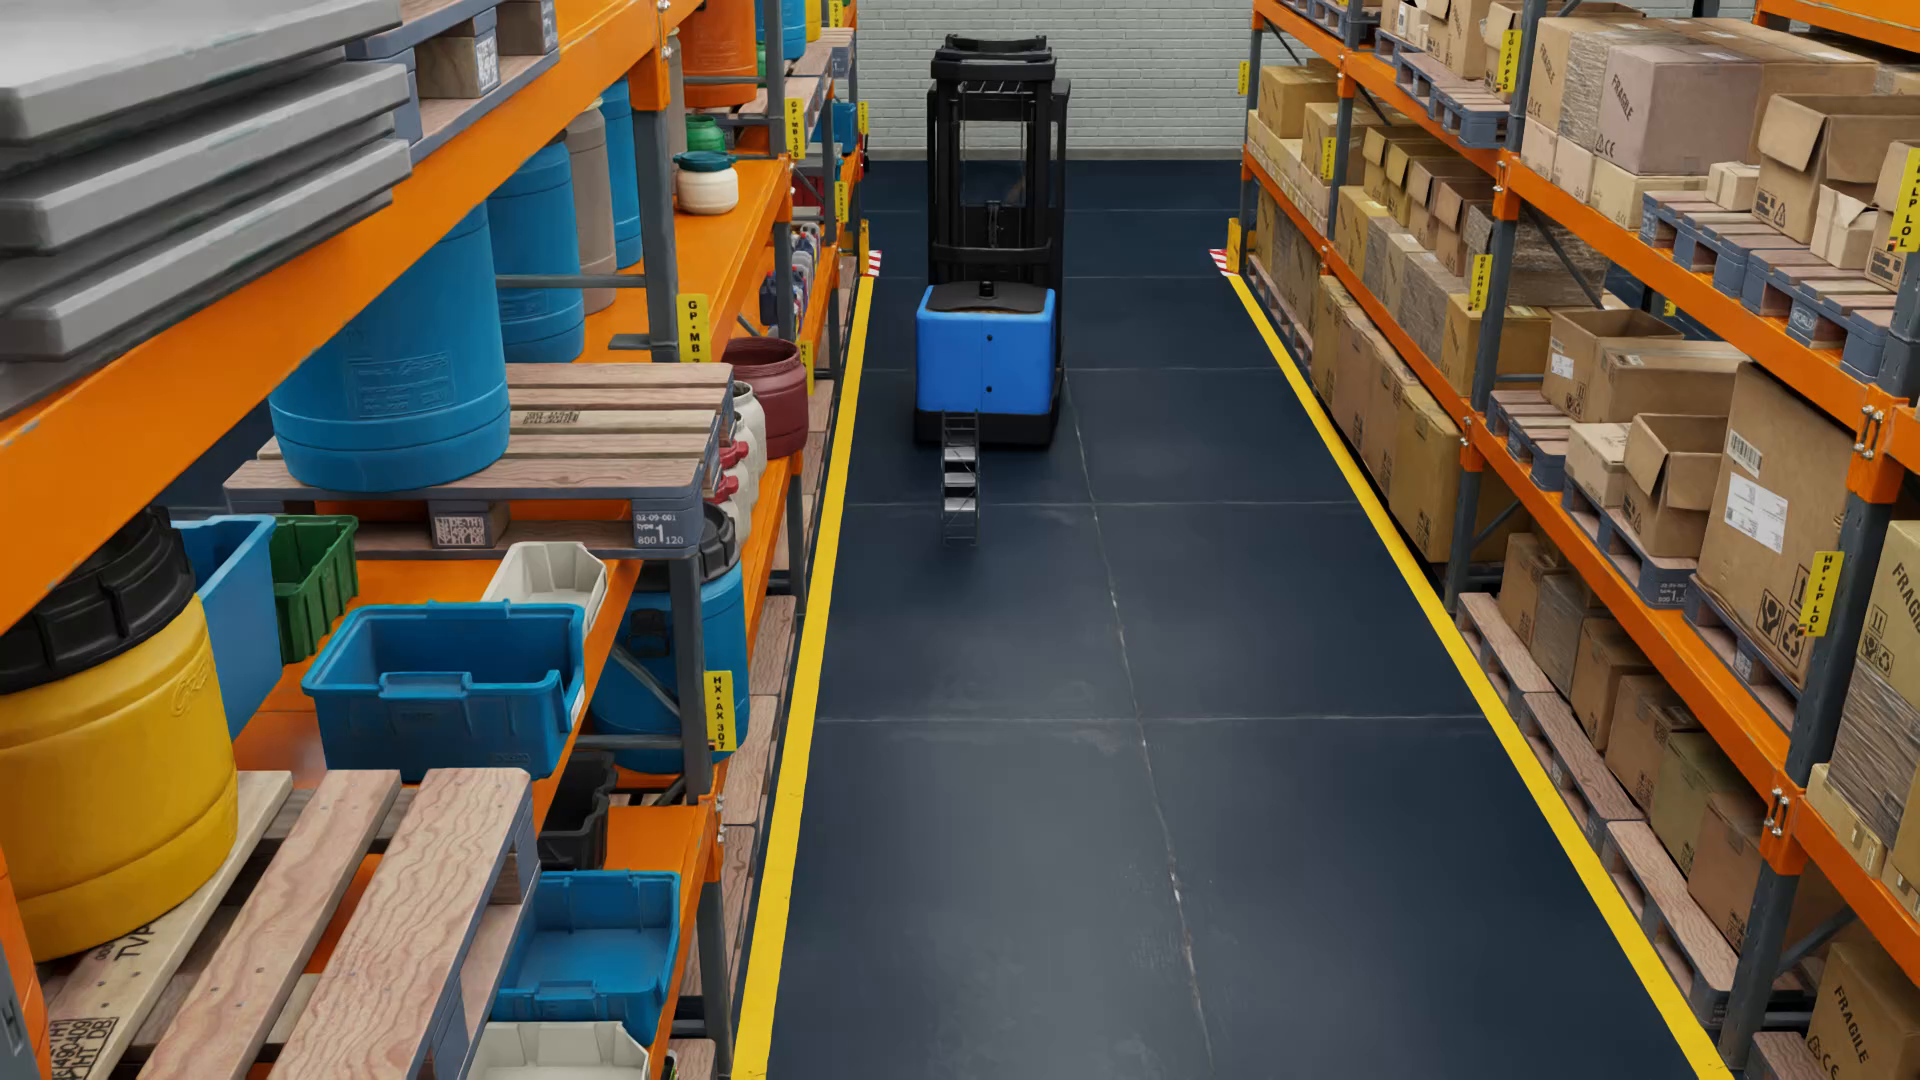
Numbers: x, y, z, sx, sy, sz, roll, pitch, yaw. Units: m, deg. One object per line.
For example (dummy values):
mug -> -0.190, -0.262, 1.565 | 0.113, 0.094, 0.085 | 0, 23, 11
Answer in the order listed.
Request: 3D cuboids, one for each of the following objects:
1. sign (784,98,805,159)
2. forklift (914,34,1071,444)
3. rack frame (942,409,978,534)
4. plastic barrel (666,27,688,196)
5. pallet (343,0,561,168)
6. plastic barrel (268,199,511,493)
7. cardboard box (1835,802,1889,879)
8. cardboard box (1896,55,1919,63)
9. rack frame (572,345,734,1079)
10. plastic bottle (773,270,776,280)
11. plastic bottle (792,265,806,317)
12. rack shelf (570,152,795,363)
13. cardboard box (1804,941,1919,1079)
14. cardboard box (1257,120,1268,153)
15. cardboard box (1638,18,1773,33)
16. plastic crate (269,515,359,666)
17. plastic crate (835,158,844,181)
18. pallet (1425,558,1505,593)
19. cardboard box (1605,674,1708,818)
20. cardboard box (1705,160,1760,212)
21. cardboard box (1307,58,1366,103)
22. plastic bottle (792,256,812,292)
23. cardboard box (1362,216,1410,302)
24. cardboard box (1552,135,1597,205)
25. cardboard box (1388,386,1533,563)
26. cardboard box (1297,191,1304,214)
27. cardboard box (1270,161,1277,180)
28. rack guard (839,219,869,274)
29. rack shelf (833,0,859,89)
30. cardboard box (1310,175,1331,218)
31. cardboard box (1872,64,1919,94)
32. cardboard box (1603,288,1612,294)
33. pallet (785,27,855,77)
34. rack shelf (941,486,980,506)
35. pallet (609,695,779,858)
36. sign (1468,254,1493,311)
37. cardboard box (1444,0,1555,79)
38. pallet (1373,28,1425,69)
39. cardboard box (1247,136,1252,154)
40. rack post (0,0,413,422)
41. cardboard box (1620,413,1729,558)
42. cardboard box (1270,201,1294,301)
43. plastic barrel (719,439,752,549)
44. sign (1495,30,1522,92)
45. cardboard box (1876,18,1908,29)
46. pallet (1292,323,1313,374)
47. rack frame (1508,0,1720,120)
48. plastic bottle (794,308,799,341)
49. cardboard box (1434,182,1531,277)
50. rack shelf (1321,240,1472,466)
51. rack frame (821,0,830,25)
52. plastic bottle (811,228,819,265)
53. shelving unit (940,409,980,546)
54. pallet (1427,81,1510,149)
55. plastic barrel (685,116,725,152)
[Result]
sign -> -0.898, -2.238, 9.045 | 0.100, 0.325, 0.005 | 0, 24, -1
forklift -> 0.311, -2.636, 13.522 | 1.130, 2.935, 3.031 | 2, 24, 5
rack frame -> -0.001, -0.455, 11.165 | 0.240, 0.900, 0.006 | 0, 24, -1
plastic barrel -> -1.656, -2.169, 8.157 | 0.600, 0.901, 0.600 | 0, 24, 0
pallet -> -1.351, -0.887, 3.005 | 1.003, 0.211, 1.213 | 0, 24, -1
plastic barrel -> -1.500, -0.641, 4.269 | 0.600, 0.901, 0.708 | 0, 24, -1
cardboard box -> 3.240, 1.020, 5.659 | 0.380, 0.149, 0.250 | 0, 24, -1
cardboard box -> 8.661, -4.021, 14.805 | 0.500, 0.500, 0.500 | -1, 24, -2
rack frame -> -1.404, 0.735, 5.985 | 1.000, 3.000, 0.127 | 0, 24, -1
plastic bottle -> -1.275, -1.824, 11.800 | 0.097, 0.271, 0.097 | 0, 24, 0
plastic bottle -> -1.142, -1.708, 11.446 | 0.144, 0.351, 0.185 | 0, 24, -1
rack shelf -> -1.426, -1.128, 7.337 | 1.077, 0.370, 4.000 | 0, 24, -1
cardboard box -> 3.513, 1.825, 6.098 | 0.500, 0.500, 0.500 | -1, 24, -2
cardboard box -> 3.165, -3.886, 16.023 | 0.500, 0.250, 0.500 | -1, 24, -1
cardboard box -> 3.760, -2.380, 8.505 | 0.500, 0.500, 0.500 | 0, 24, 1
plastic crate -> -1.659, 0.116, 3.970 | 0.336, 0.188, 0.450 | 0, 24, -1
plastic crate -> -1.256, -3.316, 15.072 | 0.416, 0.233, 0.300 | 0, 24, -1
pallet -> 3.572, 0.010, 10.972 | 1.003, 0.211, 1.213 | 0, 24, -1
cardboard box -> 3.570, 0.971, 7.963 | 0.700, 0.500, 0.500 | -2, 24, -5
cardboard box -> 3.428, -1.511, 7.085 | 0.380, 0.166, 0.250 | -1, 24, -2
cardboard box -> 3.686, -4.441, 16.341 | 0.500, 0.500, 0.500 | 0, 24, 0
plastic bottle -> -1.153, -1.930, 12.028 | 0.152, 0.276, 0.135 | 0, 24, -1
cardboard box -> 3.228, -2.025, 11.967 | 0.500, 0.500, 0.500 | -1, 24, -2
cardboard box -> 3.261, -1.828, 8.193 | 0.500, 0.250, 0.500 | 0, 24, 1
cardboard box -> 3.518, -0.443, 10.659 | 1.225, 0.875, 0.875 | -1, 24, -3
cardboard box -> 3.122, -2.911, 14.352 | 0.380, 0.149, 0.250 | 0, 24, 0
cardboard box -> 3.108, -3.440, 15.521 | 0.380, 0.149, 0.250 | -1, 24, -1
rack guard -> -1.548, -3.081, 17.455 | 1.175, 0.500, 0.348 | 0, 24, -1
rack shelf -> -1.513, -4.425, 14.626 | 1.077, 0.370, 4.000 | 0, 24, -1
cardboard box -> 3.194, -2.832, 13.692 | 0.500, 0.250, 0.500 | -1, 24, -2
cardboard box -> 8.144, -3.818, 14.355 | 0.500, 0.500, 0.500 | 0, 24, 1
cardboard box -> 3.764, -1.395, 10.573 | 0.500, 0.500, 0.500 | -1, 24, -2
pallet -> -1.385, -3.520, 11.981 | 1.213, 0.211, 1.003 | 0, 24, -1
rack shelf -> 0.000, -0.301, 11.123 | 0.258, 0.077, 0.200 | 0, 24, -1
pallet -> -1.468, 1.178, 8.389 | 1.003, 0.211, 1.213 | 0, 24, -1
sign -> 2.950, -1.459, 9.431 | 0.100, 0.325, 0.005 | 0, 24, -1
cardboard box -> 3.329, -3.145, 10.294 | 0.500, 0.500, 0.500 | 1, 24, 2
pallet -> 3.521, -3.486, 11.909 | 0.805, 0.209, 1.217 | -1, 24, -3
cardboard box -> 3.091, -3.970, 16.692 | 0.380, 0.149, 0.250 | 0, 24, 0
rack post -> -1.242, -0.434, 1.897 | 0.937, 0.300, 0.954 | 2, 24, 5
cardboard box -> 3.437, -0.240, 7.505 | 0.797, 0.503, 0.637 | 2, 24, 5
cardboard box -> 3.514, -2.817, 15.907 | 0.875, 0.875, 0.875 | 0, 24, -1
plastic barrel -> -1.208, -0.203, 7.893 | 0.433, 0.535, 0.433 | 0, 24, 0
sign -> 2.950, -2.575, 8.939 | 0.100, 0.325, 0.005 | 0, 24, -1
cardboard box -> 8.147, -4.479, 14.055 | 0.500, 0.250, 0.500 | -1, 24, -1
pallet -> 3.531, -1.627, 14.591 | 1.003, 0.211, 1.213 | 0, 24, -1
rack frame -> 3.505, -3.669, 8.442 | 1.000, 3.000, 0.127 | 0, 24, -1
plastic bottle -> -1.112, -1.423, 10.913 | 0.097, 0.271, 0.097 | 0, 24, 0
cardboard box -> 3.509, -2.008, 10.711 | 0.797, 0.503, 0.637 | 0, 24, 1
rack shelf -> 3.483, -1.432, 11.649 | 1.077, 0.370, 4.000 | 0, 24, -1
rack frame -> -1.491, -5.295, 12.037 | 1.000, 3.000, 0.127 | 0, 24, -1
plastic bottle -> -1.116, -2.252, 12.732 | 0.061, 0.283, 0.133 | 0, 24, -1
shelving unit -> 0.000, -0.413, 11.072 | 0.258, 0.900, 0.210 | 0, 24, -1
pallet -> 3.445, -2.481, 9.685 | 1.213, 0.211, 1.003 | 1, 24, 2
plastic barrel -> -1.394, -2.108, 8.819 | 0.294, 0.245, 0.294 | 0, 24, 0
